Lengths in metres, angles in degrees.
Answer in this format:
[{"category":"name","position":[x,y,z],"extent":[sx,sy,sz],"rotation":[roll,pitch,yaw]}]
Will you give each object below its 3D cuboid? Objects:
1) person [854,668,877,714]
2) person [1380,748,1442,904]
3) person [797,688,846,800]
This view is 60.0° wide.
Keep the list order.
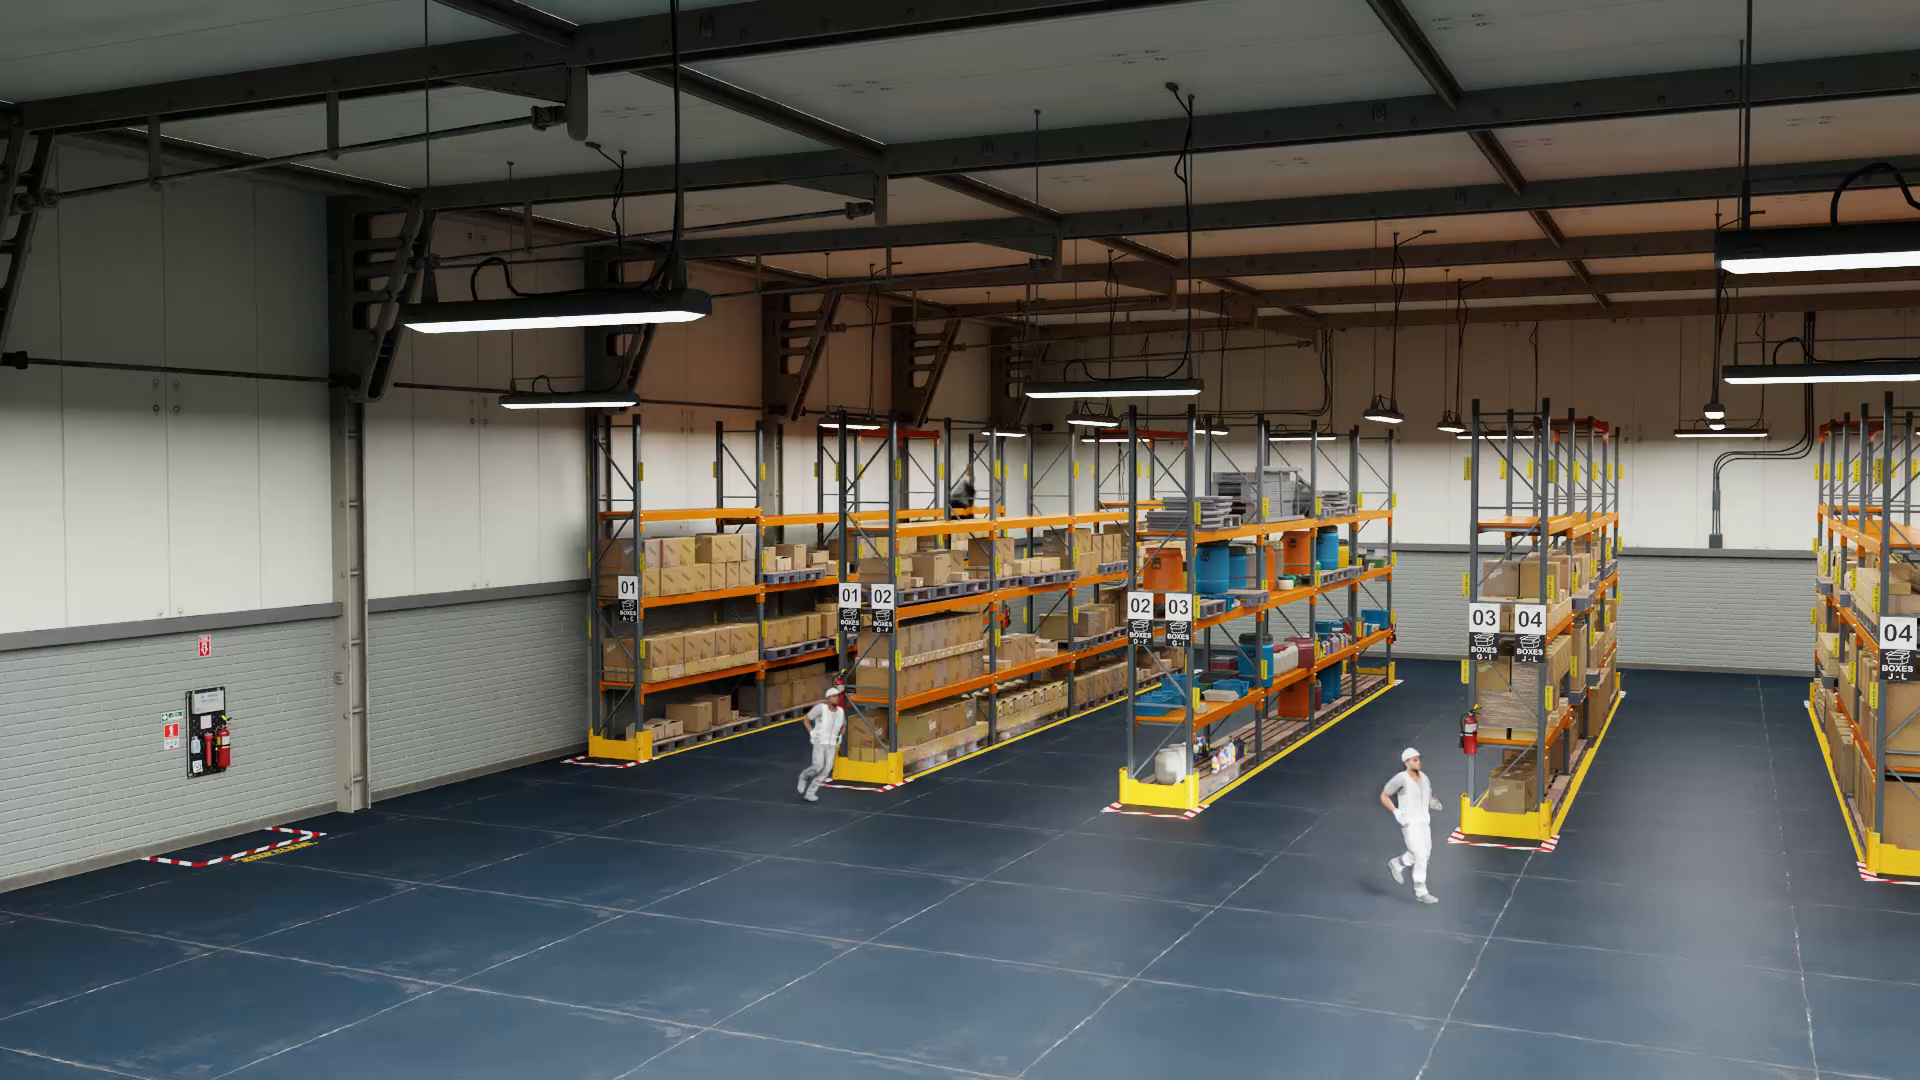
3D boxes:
[{"category":"person","position":[-1.690,2.812,31.701],"extent":[0.677,1.769,0.866],"rotation":[1,3,21]},{"category":"person","position":[5.290,3.319,19.488],"extent":[0.669,1.760,0.868],"rotation":[-1,3,-30]},{"category":"person","position":[-2.071,3.107,25.459],"extent":[0.737,1.688,0.608],"rotation":[-2,3,-34]}]
